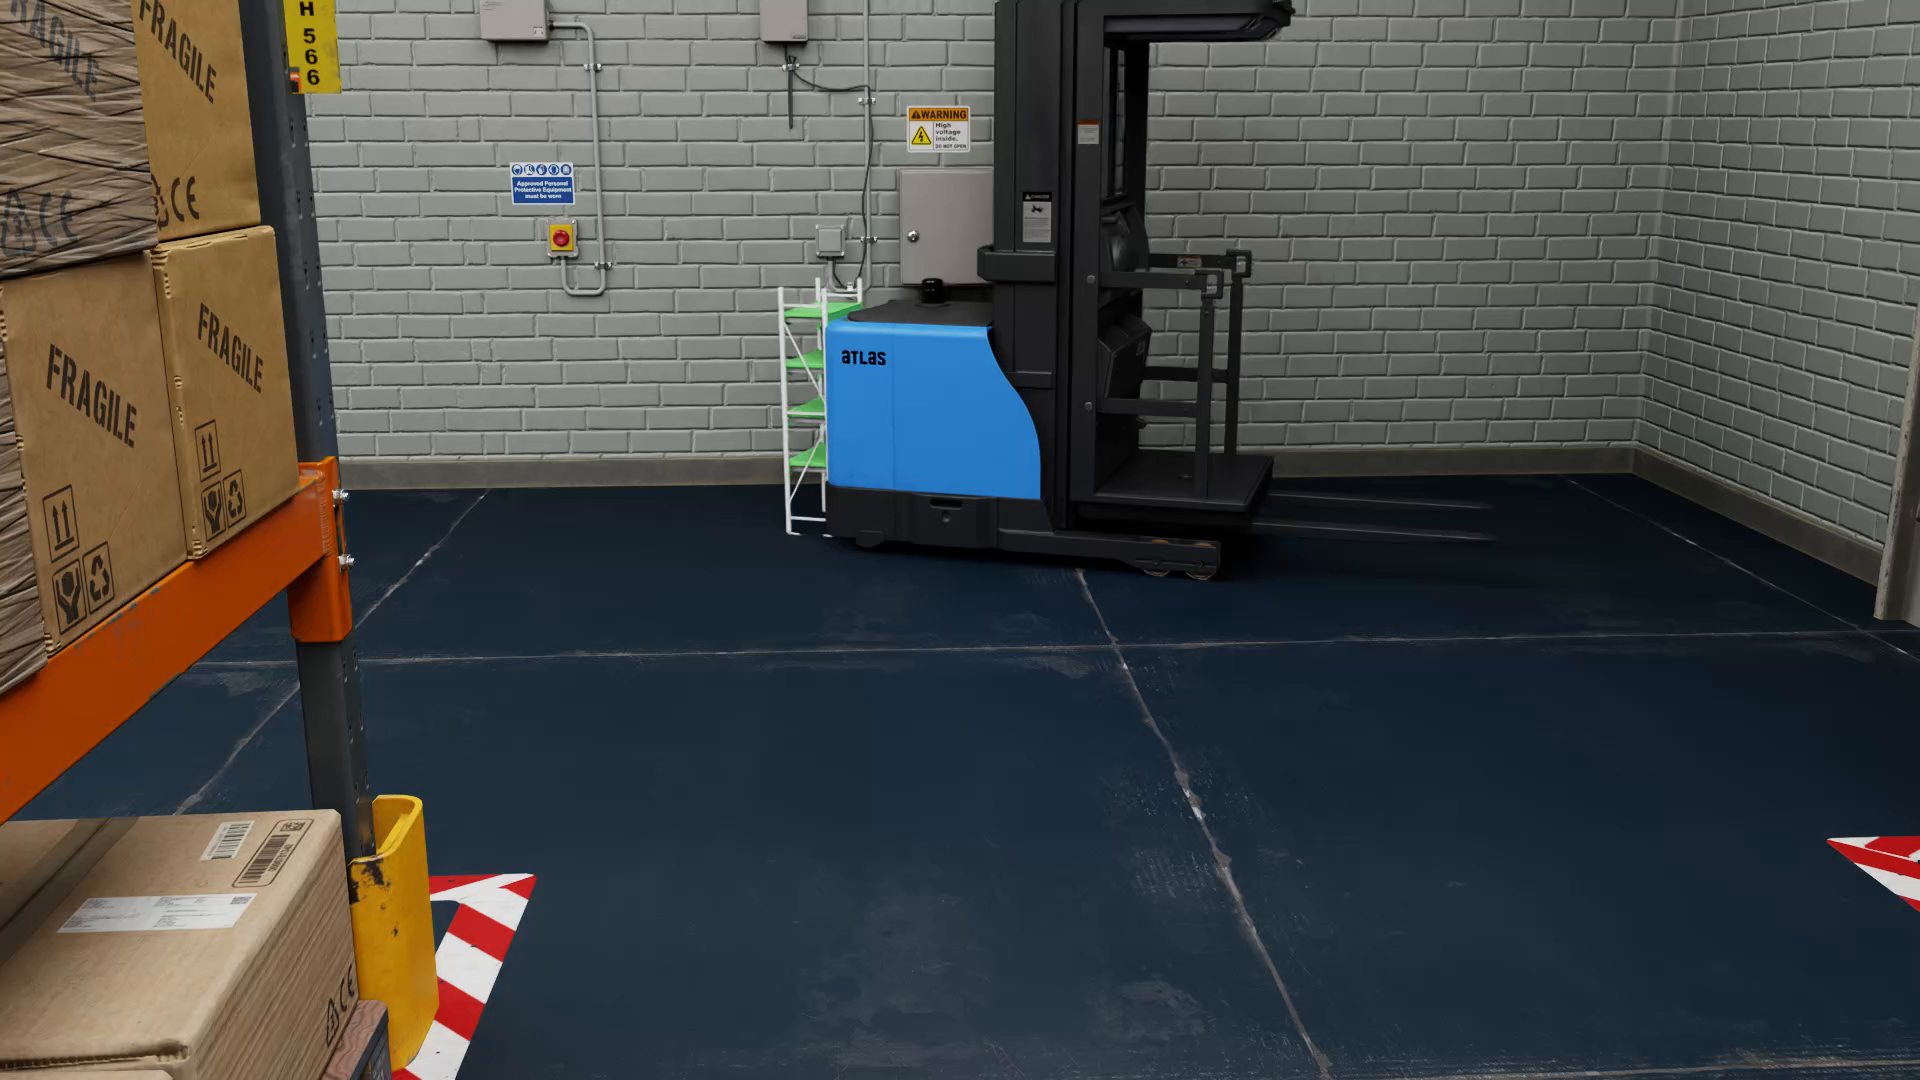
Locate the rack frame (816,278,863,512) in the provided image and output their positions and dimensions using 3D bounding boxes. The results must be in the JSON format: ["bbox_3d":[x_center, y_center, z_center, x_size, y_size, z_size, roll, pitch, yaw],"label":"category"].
[{"bbox_3d":[-0.598,-0.721,8.415,0.240,1.200,0.015,4,15,16],"label":"rack frame"}]

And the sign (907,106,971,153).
[{"bbox_3d":[-0.113,-2.182,8.830,0.339,0.242,0.001,-1,14,-3],"label":"sign"}]

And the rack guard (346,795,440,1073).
[{"bbox_3d":[-1.780,0.871,3.637,1.175,0.500,0.348,-1,14,-3],"label":"rack guard"}]

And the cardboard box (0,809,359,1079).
[{"bbox_3d":[-1.638,0.867,2.937,0.875,0.438,0.875,-1,14,-5],"label":"cardboard box"}]

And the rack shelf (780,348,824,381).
[{"bbox_3d":[-0.668,-0.833,8.145,0.258,0.148,0.480,4,15,16],"label":"rack shelf"}]

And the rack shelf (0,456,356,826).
[{"bbox_3d":[-1.654,0.513,1.458,1.077,0.370,4.000,-1,14,-3],"label":"rack shelf"}]

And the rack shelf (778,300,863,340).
[{"bbox_3d":[-0.670,-1.066,8.086,0.258,0.148,0.480,4,15,16],"label":"rack shelf"}]

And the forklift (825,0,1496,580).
[{"bbox_3d":[0.940,-1.390,7.546,3.031,2.935,1.130,4,15,16],"label":"forklift"}]

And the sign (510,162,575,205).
[{"bbox_3d":[-2.203,-1.881,8.773,0.327,0.218,0.001,-1,14,-3],"label":"sign"}]

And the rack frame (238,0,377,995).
[{"bbox_3d":[-1.778,-0.333,3.302,1.000,3.000,0.127,-1,14,-3],"label":"rack frame"}]

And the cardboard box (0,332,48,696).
[{"bbox_3d":[-1.427,-0.013,1.856,0.500,0.500,0.500,0,14,-2],"label":"cardboard box"}]

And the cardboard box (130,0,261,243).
[{"bbox_3d":[-1.511,-0.750,2.713,0.500,0.500,0.500,0,14,-2],"label":"cardboard box"}]

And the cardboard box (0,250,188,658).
[{"bbox_3d":[-1.468,-0.141,2.353,0.500,0.500,0.500,-1,14,-5],"label":"cardboard box"}]

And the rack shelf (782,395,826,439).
[{"bbox_3d":[-0.666,-0.601,8.204,0.258,0.148,0.480,4,15,16],"label":"rack shelf"}]

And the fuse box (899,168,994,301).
[{"bbox_3d":[-0.045,-1.107,8.896,0.539,1.711,0.414,-1,14,-3],"label":"fuse box"}]

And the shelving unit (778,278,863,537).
[{"bbox_3d":[-0.667,-0.662,8.188,0.258,1.200,0.503,4,15,16],"label":"shelving unit"}]

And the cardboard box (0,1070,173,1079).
[{"bbox_3d":[-1.573,1.094,2.053,0.875,0.438,0.875,0,14,-2],"label":"cardboard box"}]

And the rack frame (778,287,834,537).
[{"bbox_3d":[-0.736,-0.604,7.962,0.240,1.200,0.015,4,15,16],"label":"rack frame"}]

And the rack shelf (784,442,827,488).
[{"bbox_3d":[-0.664,-0.368,8.263,0.258,0.148,0.480,4,15,16],"label":"rack shelf"}]

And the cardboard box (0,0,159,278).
[{"bbox_3d":[-1.449,-0.620,2.210,0.500,0.500,0.500,-1,14,-3],"label":"cardboard box"}]

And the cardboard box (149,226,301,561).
[{"bbox_3d":[-1.484,-0.266,2.839,0.500,0.500,0.500,-1,14,-3],"label":"cardboard box"}]

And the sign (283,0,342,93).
[{"bbox_3d":[-1.236,-1.014,3.147,0.100,0.325,0.005,-1,14,-3],"label":"sign"}]

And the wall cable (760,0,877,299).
[{"bbox_3d":[-0.736,-2.252,8.721,0.588,1.984,0.122,-1,14,-3],"label":"wall cable"}]

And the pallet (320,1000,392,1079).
[{"bbox_3d":[-1.651,1.215,2.881,1.003,0.211,1.213,-1,14,-3],"label":"pallet"}]

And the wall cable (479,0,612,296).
[{"bbox_3d":[-2.151,-2.242,8.620,0.585,1.953,0.123,-1,14,-3],"label":"wall cable"}]
